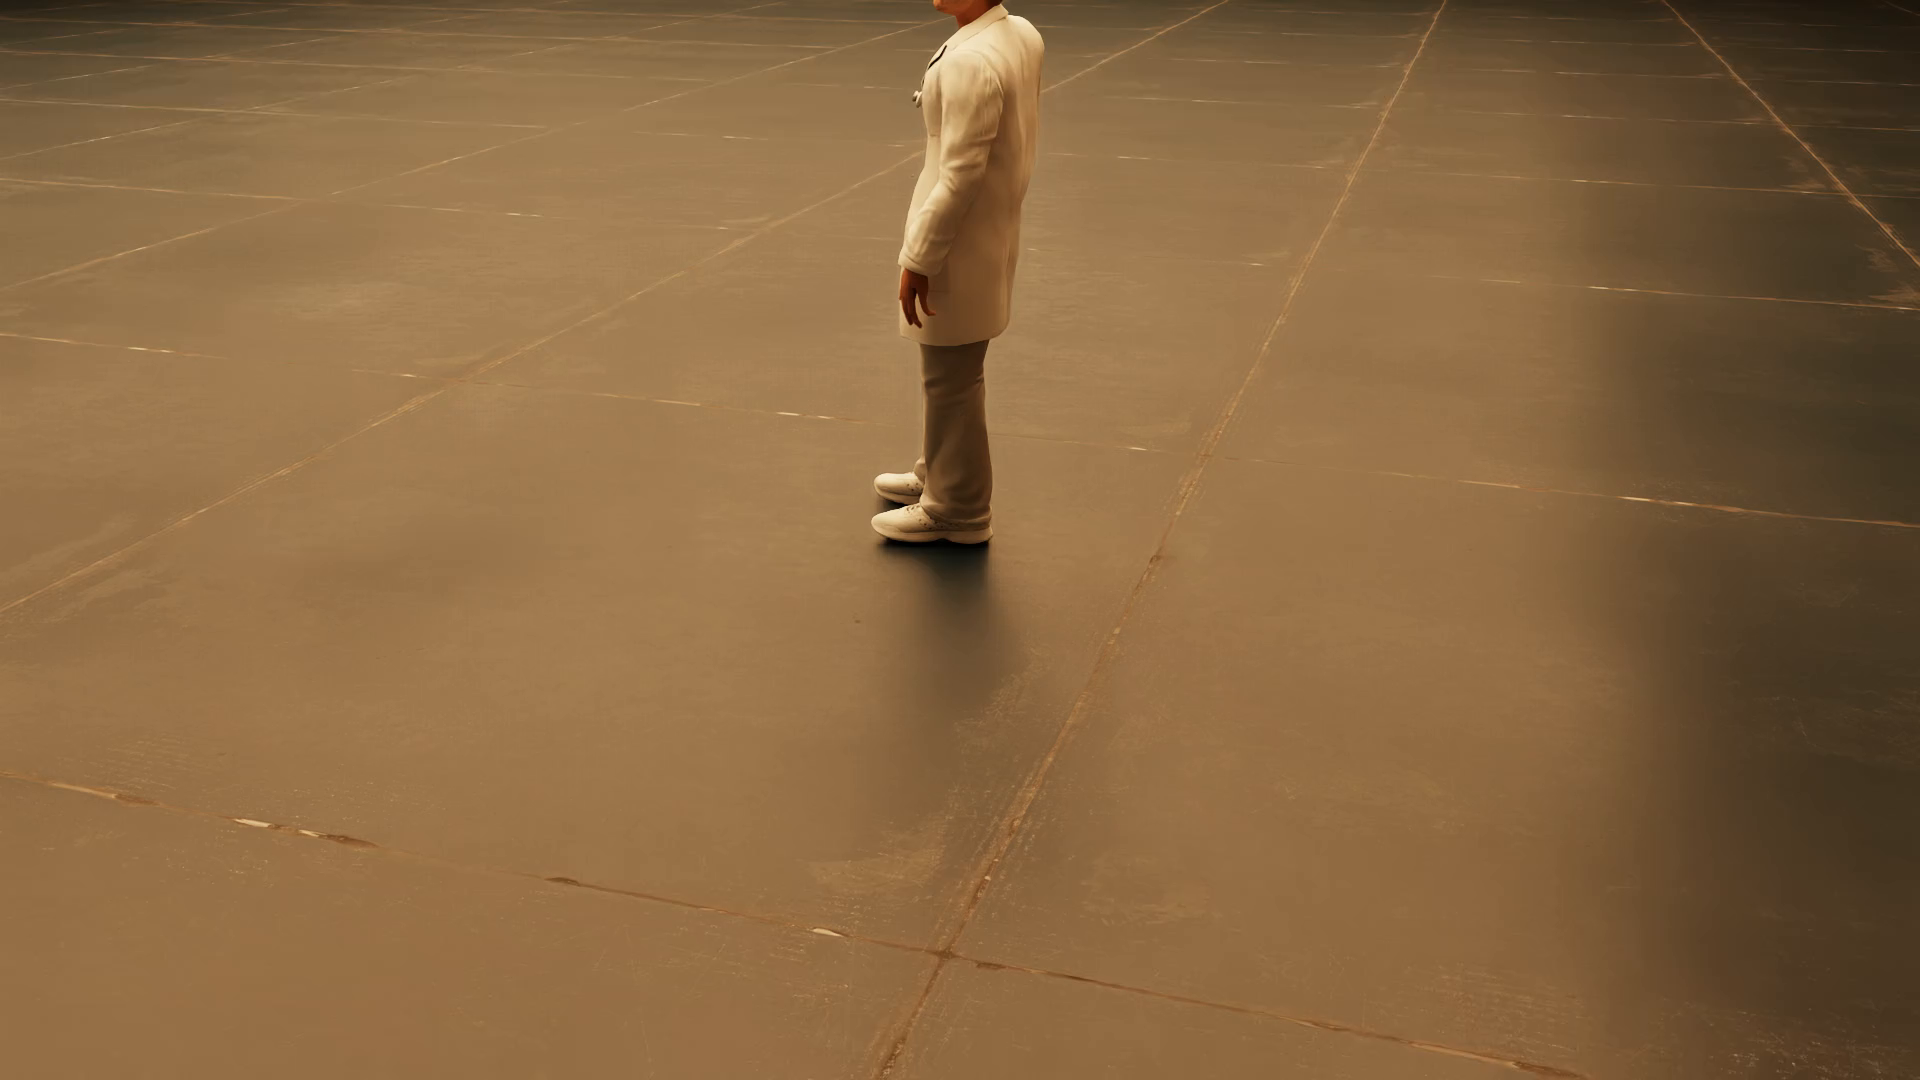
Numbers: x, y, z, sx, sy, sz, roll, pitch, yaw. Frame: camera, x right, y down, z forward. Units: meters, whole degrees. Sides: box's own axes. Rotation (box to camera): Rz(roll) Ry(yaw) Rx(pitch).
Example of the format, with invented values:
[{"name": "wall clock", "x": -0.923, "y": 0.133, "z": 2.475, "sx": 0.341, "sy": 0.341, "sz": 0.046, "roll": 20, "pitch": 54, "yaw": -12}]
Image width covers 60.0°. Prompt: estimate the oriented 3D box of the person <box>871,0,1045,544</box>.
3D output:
[{"name": "person", "x": -0.085, "y": -0.840, "z": 4.808, "sx": 0.581, "sy": 1.775, "sz": 0.696, "roll": 7, "pitch": 23, "yaw": 16}]
